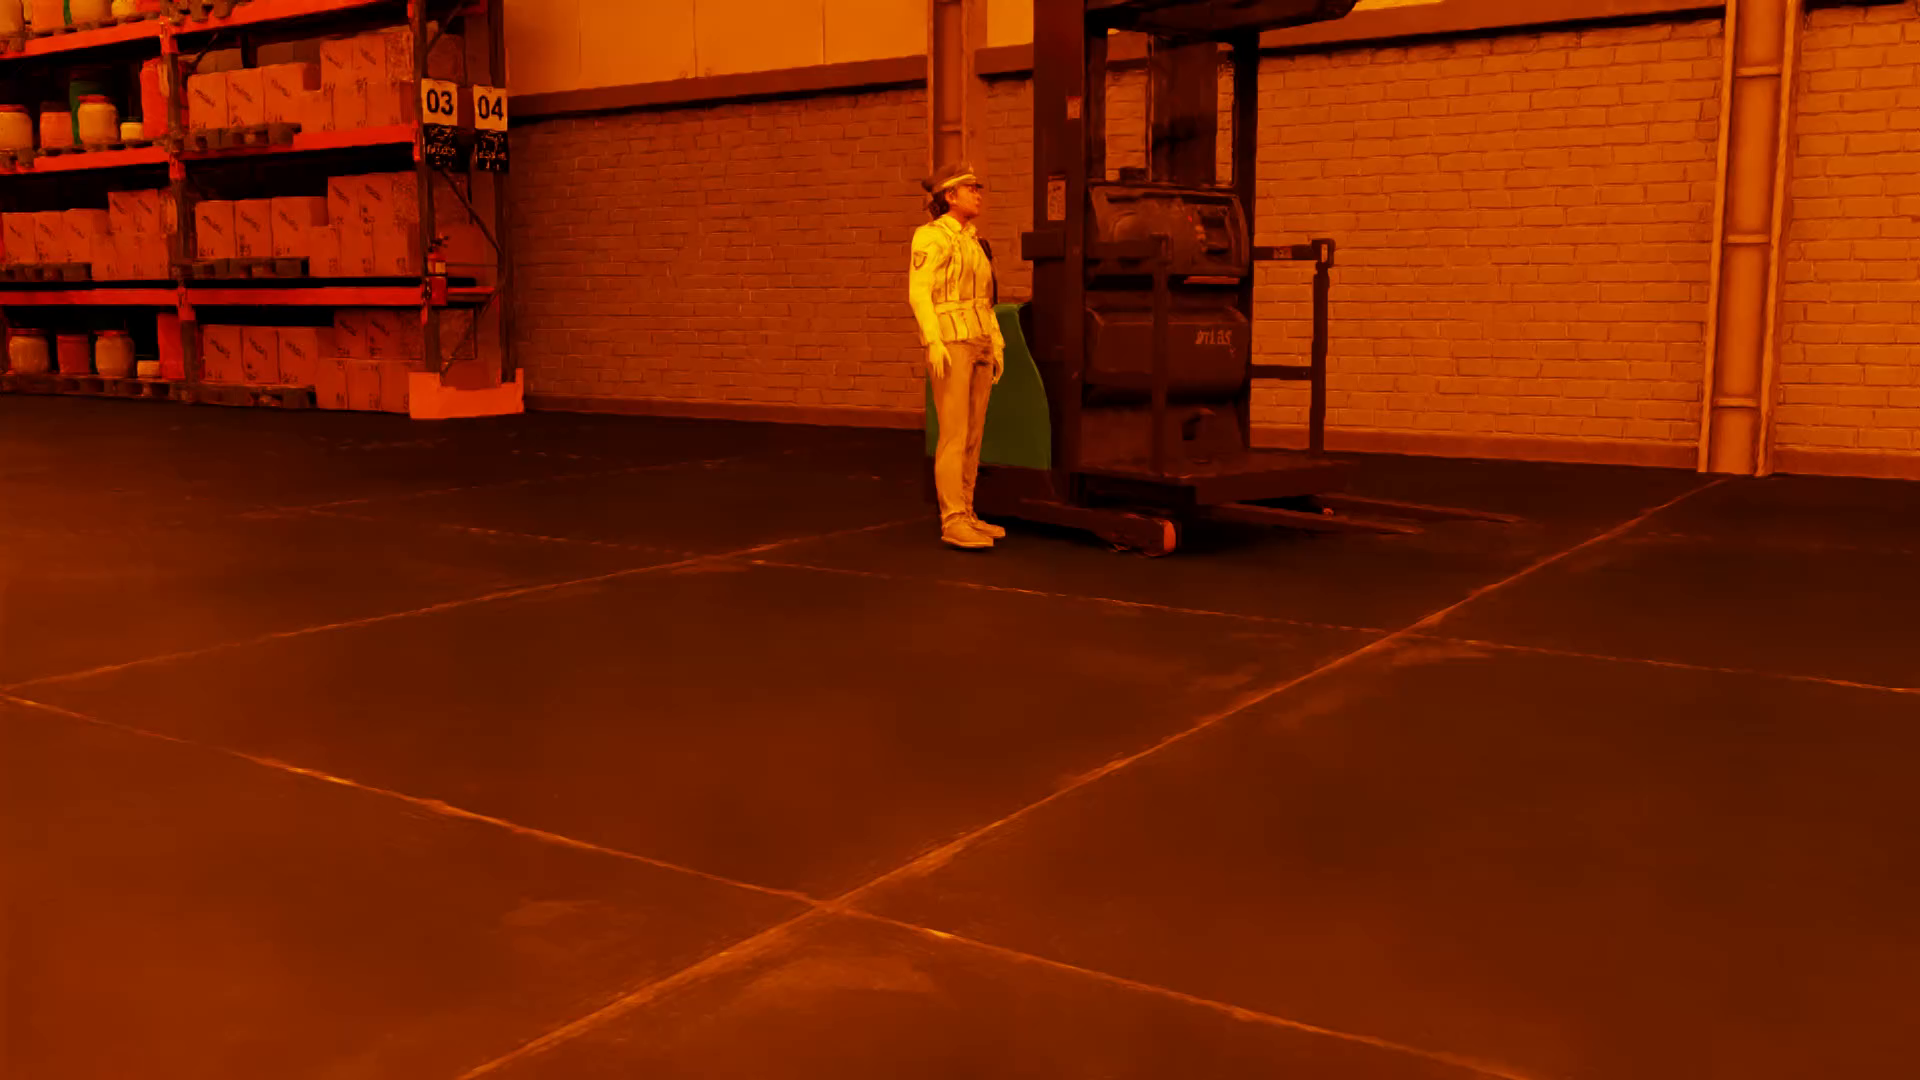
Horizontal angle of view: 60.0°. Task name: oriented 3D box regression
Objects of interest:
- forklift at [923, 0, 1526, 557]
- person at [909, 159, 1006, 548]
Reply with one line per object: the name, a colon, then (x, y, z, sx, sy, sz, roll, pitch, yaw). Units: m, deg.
forklift: (1.086, -1.456, 7.433, 1.130, 2.935, 3.031, -6, 10, -36)
person: (0.053, -0.849, 7.438, 0.529, 1.693, 0.586, 5, 10, 34)
